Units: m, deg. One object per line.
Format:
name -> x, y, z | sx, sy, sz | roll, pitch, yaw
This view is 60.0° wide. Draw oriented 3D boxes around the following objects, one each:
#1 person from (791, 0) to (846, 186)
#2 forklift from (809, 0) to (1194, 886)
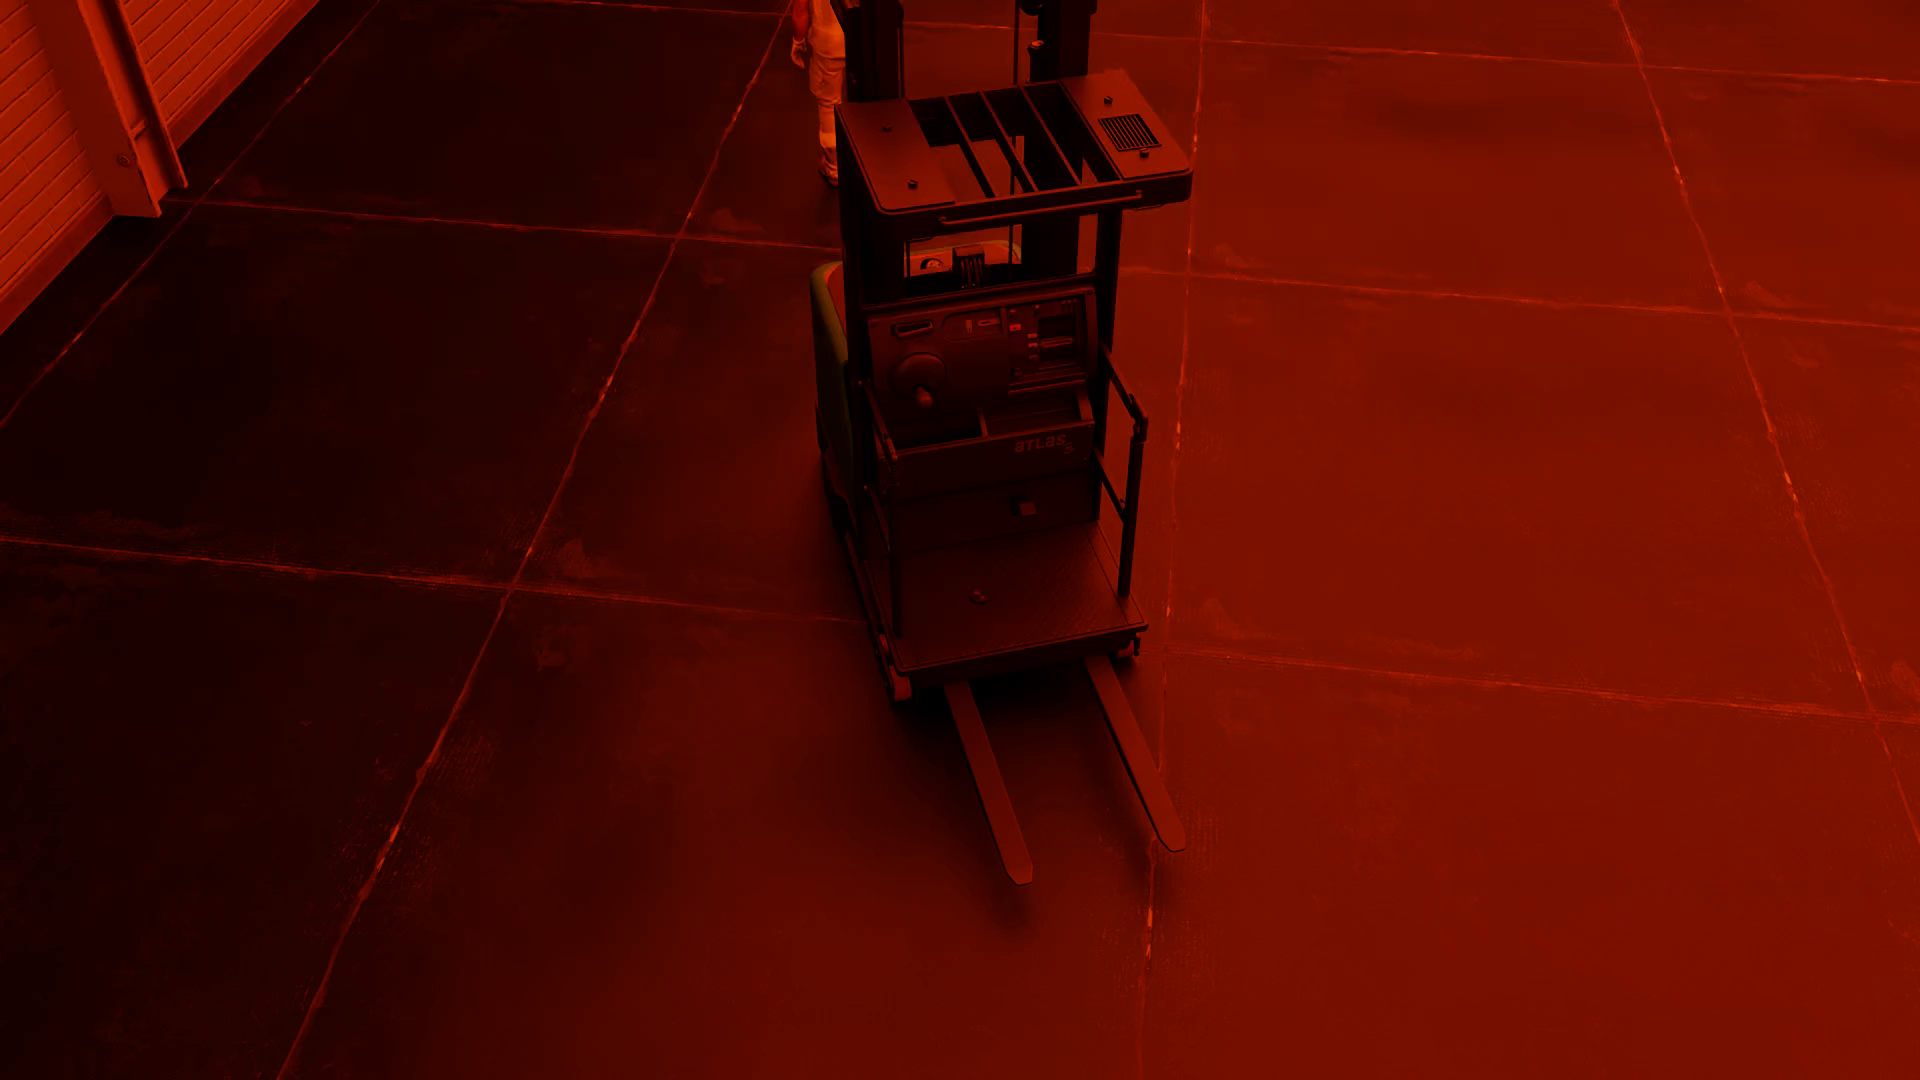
person -> -0.685, -2.931, 9.769 | 0.623, 1.780, 0.448 | -8, 43, -9
forklift -> 0.153, -0.681, 6.465 | 1.130, 2.935, 3.031 | -10, 44, -11
